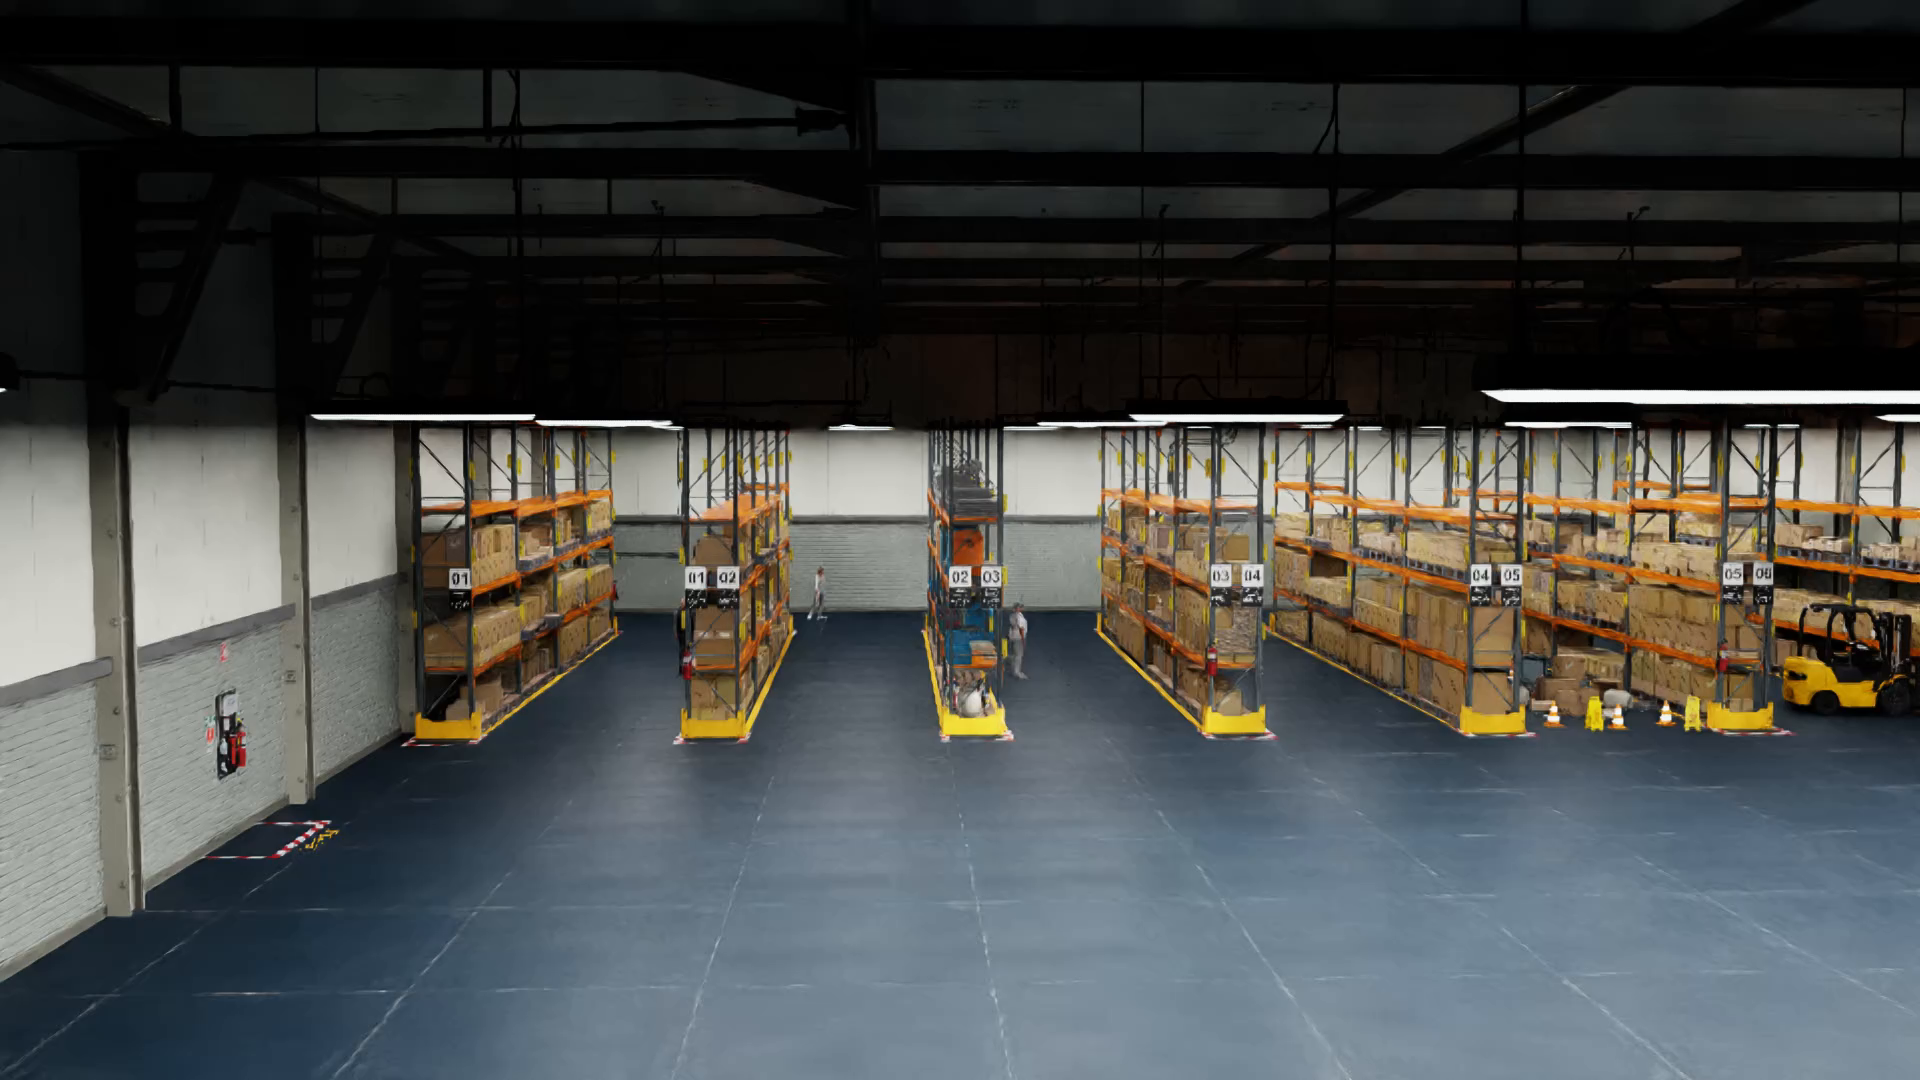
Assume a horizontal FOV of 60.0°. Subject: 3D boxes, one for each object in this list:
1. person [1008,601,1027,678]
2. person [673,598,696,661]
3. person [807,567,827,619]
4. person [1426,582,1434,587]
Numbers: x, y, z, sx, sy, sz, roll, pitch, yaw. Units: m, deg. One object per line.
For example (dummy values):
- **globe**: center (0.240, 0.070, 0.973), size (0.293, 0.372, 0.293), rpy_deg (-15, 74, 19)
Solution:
- **person**: center (1.356, 2.299, 38.711), size (0.434, 1.766, 0.634), rpy_deg (-2, 4, -25)
- **person**: center (-6.737, 2.288, 40.602), size (0.543, 1.554, 1.115), rpy_deg (0, 4, 0)
- **person**: center (-4.384, 1.622, 50.783), size (0.448, 1.591, 0.596), rpy_deg (3, 5, 39)
- **person**: center (12.377, 1.955, 43.949), size (0.643, 1.765, 0.673), rpy_deg (1, 4, 19)
